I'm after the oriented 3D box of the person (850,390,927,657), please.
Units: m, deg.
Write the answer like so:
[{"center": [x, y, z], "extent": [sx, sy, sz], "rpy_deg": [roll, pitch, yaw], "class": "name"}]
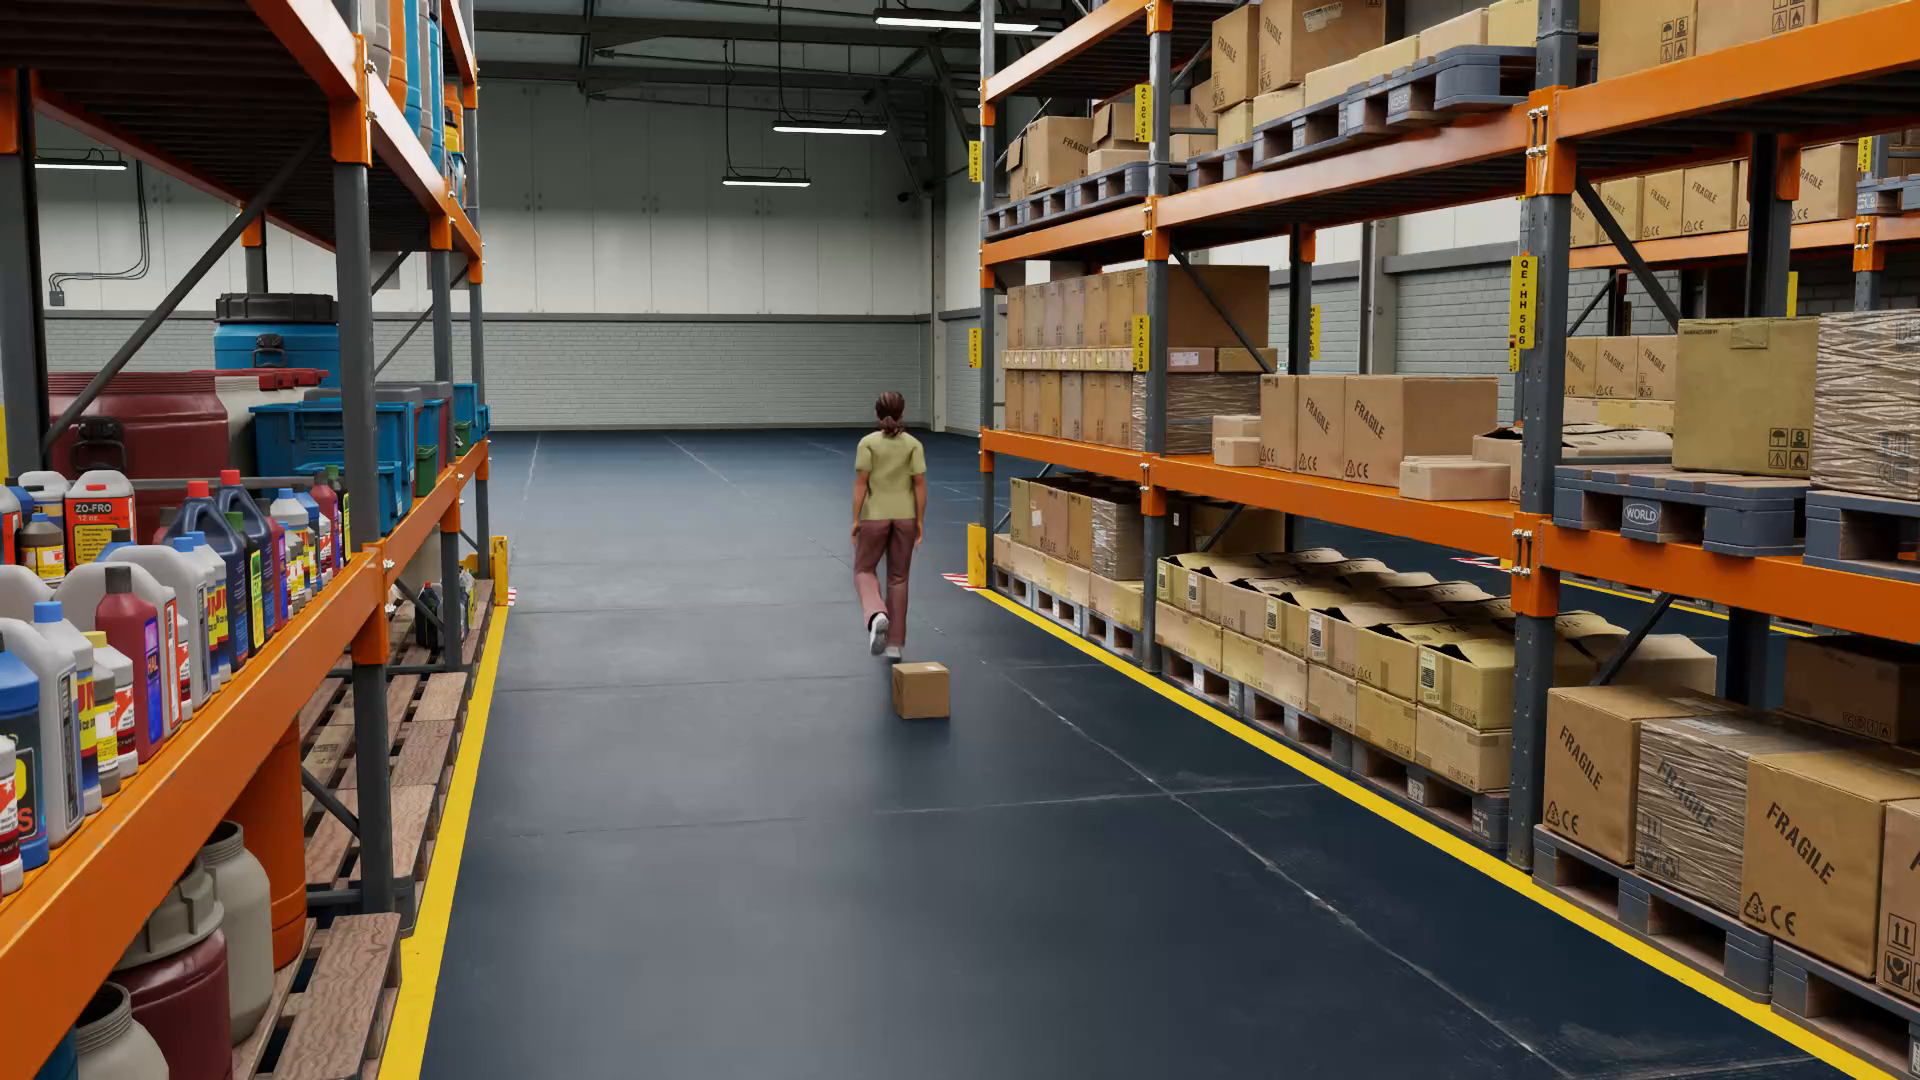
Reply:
[{"center": [-0.443, -0.096, 10.288], "extent": [0.479, 1.660, 0.501], "rpy_deg": [-1, 6, -8], "class": "person"}]
